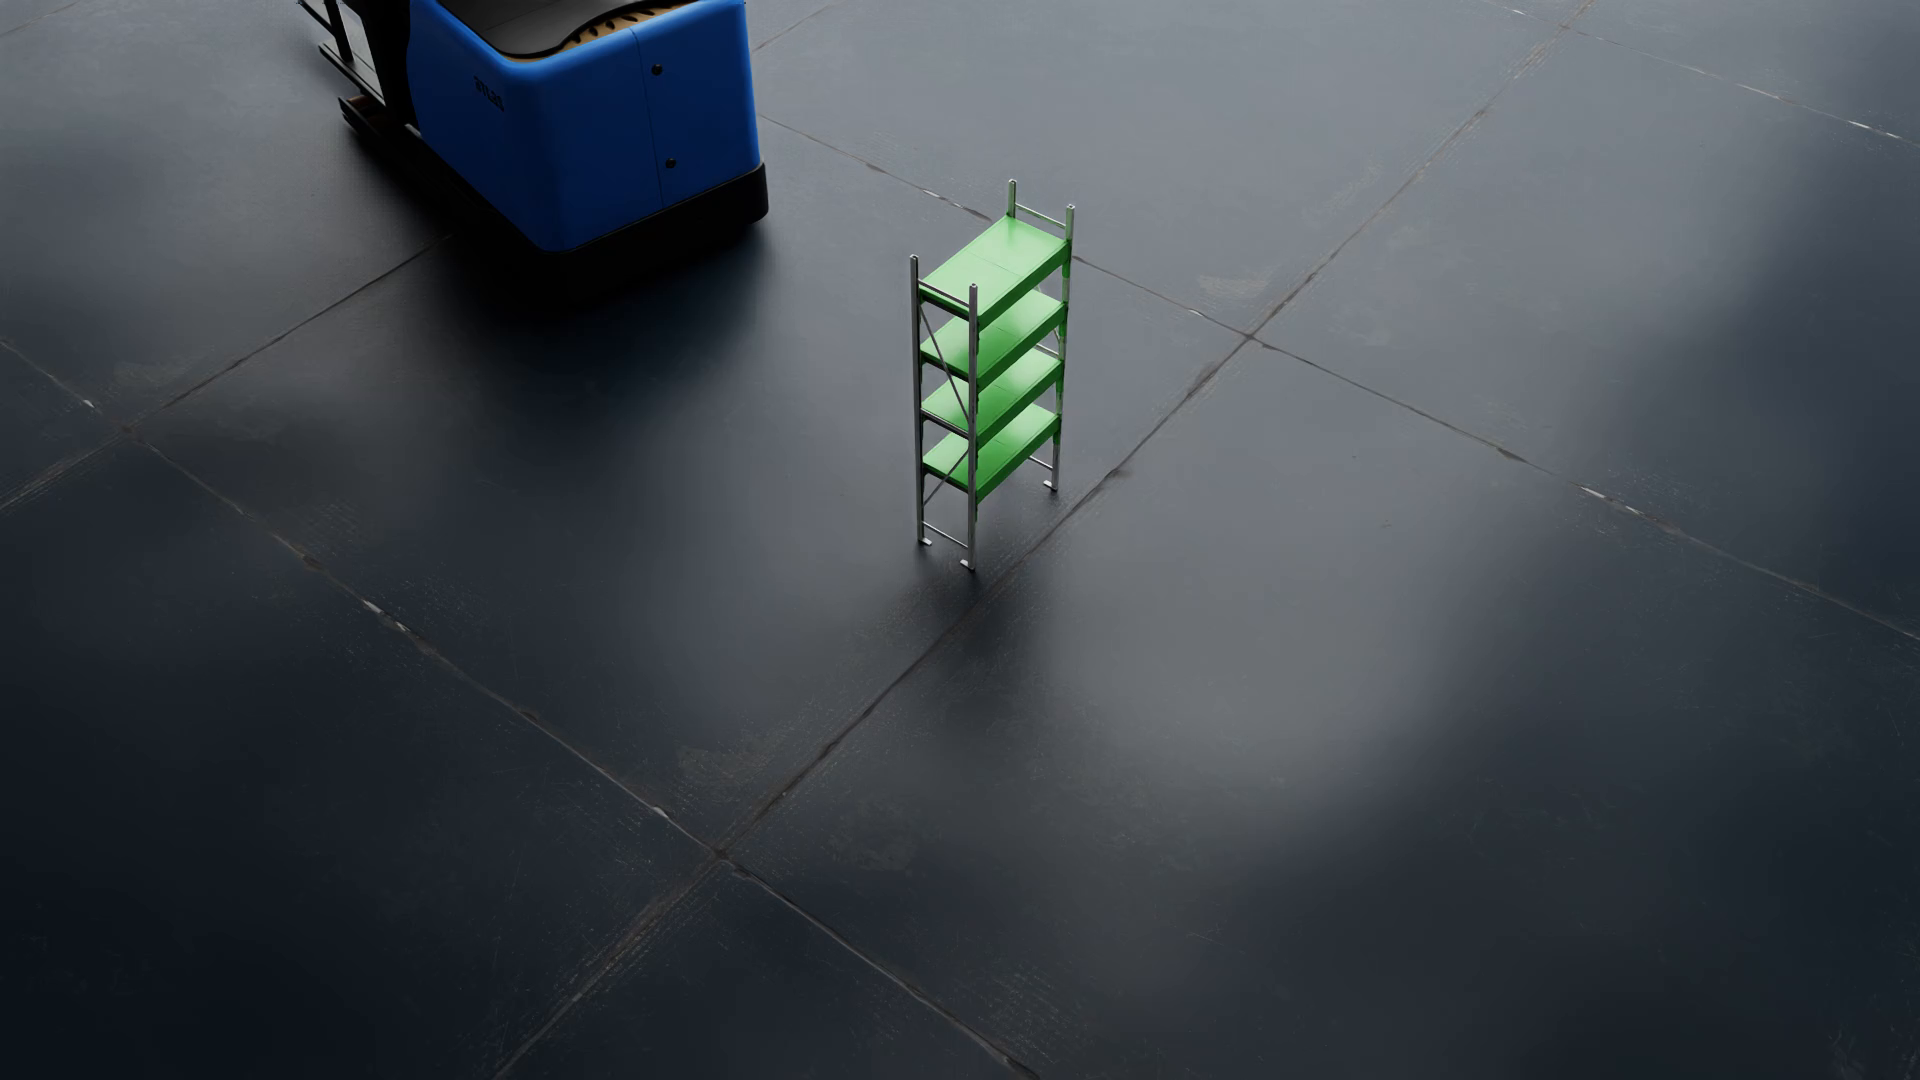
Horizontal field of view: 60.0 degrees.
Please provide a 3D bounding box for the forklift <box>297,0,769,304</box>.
[{"bbox_3d":[-2.125,-2.944,6.536,1.130,2.935,3.031,-31,54,-26],"label":"forklift"}]

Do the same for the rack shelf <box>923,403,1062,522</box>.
[{"bbox_3d":[0.101,-0.299,5.626,0.258,0.148,0.480,29,53,25],"label":"rack shelf"}]

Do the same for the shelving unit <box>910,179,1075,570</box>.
[{"bbox_3d":[0.101,-0.509,5.407,0.258,1.200,0.503,29,53,25],"label":"shelving unit"}]

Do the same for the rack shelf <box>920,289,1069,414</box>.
[{"bbox_3d":[0.101,-0.631,5.279,0.258,0.148,0.480,29,53,25],"label":"rack shelf"}]

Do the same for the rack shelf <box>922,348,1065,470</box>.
[{"bbox_3d":[0.101,-0.465,5.453,0.258,0.148,0.480,29,53,25],"label":"rack shelf"}]

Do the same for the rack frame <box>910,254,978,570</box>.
[{"bbox_3d":[-0.048,-0.370,5.273,0.240,1.200,0.015,29,53,25],"label":"rack frame"}]

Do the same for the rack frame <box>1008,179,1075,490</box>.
[{"bbox_3d":[0.250,-0.649,5.540,0.240,1.200,0.015,29,53,25],"label":"rack frame"}]

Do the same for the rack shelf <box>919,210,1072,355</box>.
[{"bbox_3d":[0.101,-0.797,5.106,0.258,0.148,0.480,29,53,25],"label":"rack shelf"}]
